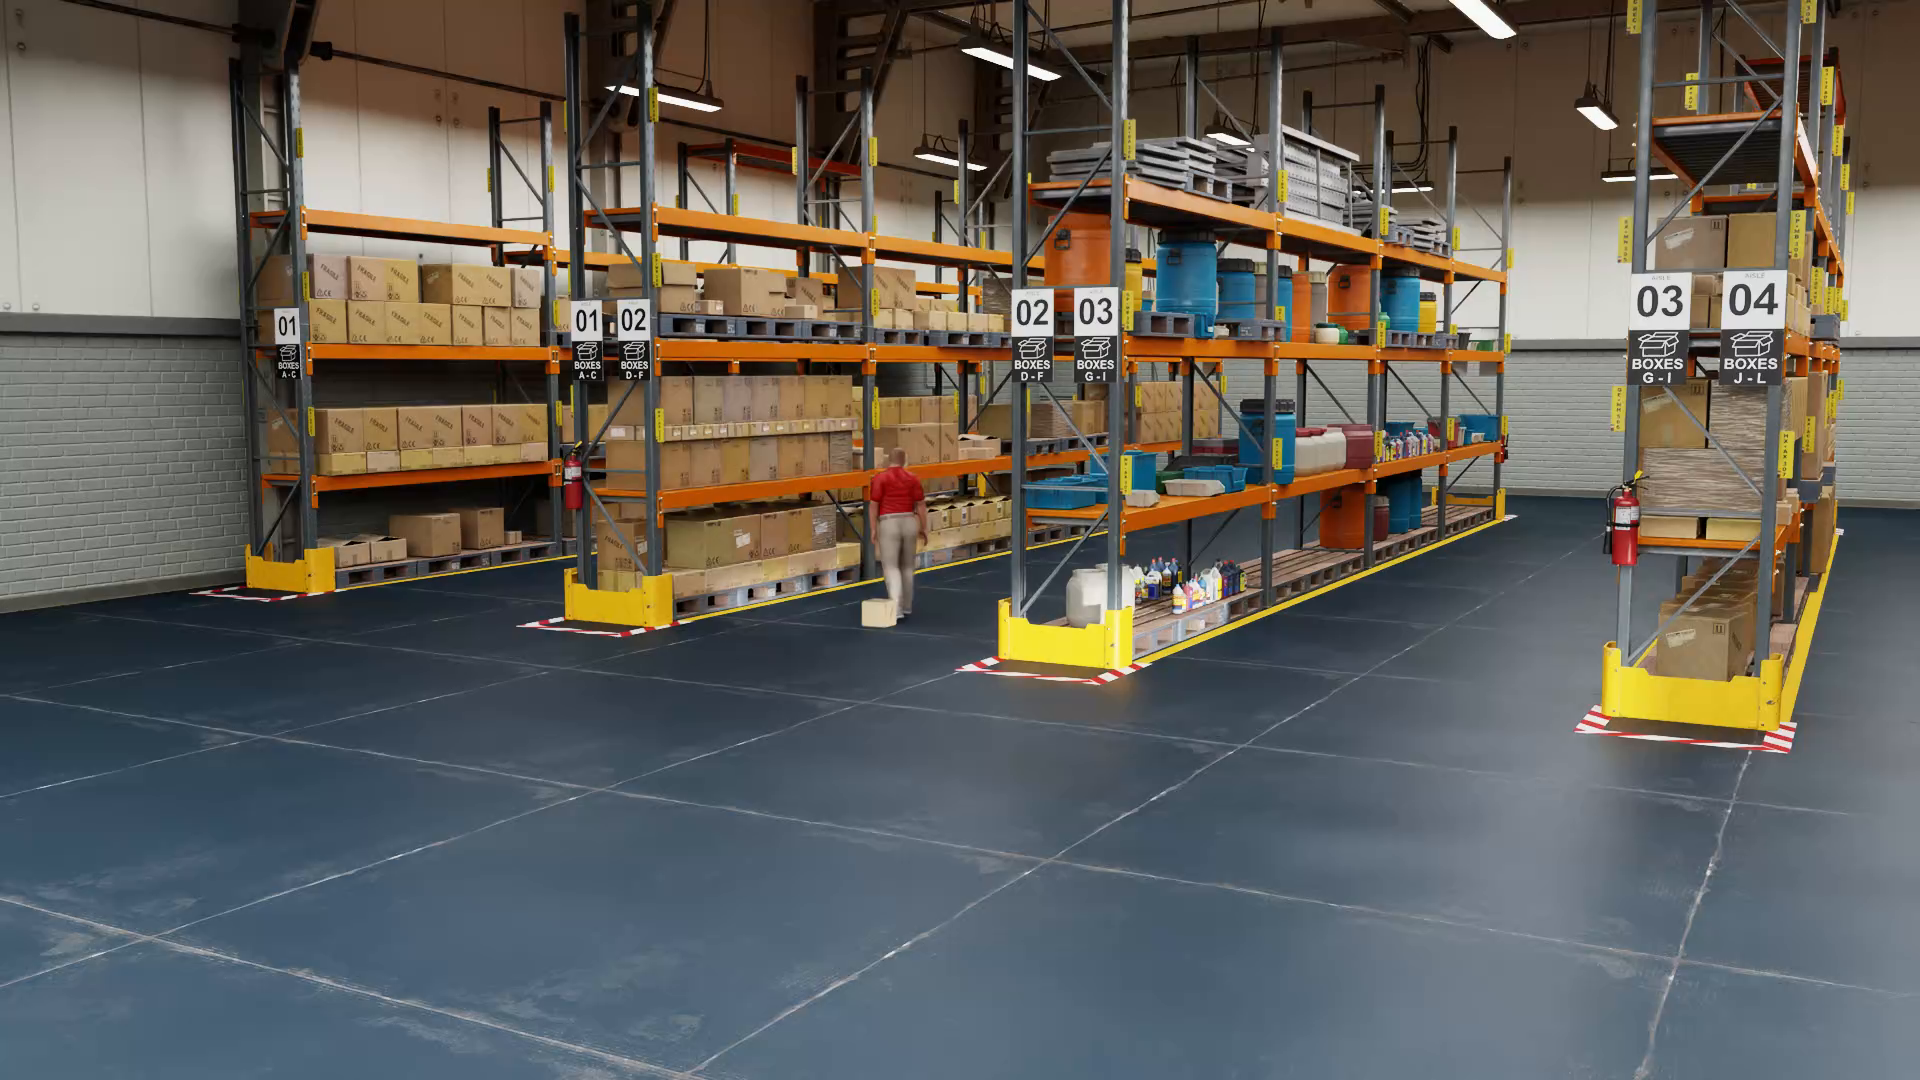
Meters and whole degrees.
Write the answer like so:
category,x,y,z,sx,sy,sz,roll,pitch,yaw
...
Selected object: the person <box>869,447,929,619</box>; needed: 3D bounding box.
category,x,y,z,sx,sy,sz,roll,pitch,yaw
person,-0.630,-0.085,16.833,0.627,1.712,0.646,-3,7,-26
